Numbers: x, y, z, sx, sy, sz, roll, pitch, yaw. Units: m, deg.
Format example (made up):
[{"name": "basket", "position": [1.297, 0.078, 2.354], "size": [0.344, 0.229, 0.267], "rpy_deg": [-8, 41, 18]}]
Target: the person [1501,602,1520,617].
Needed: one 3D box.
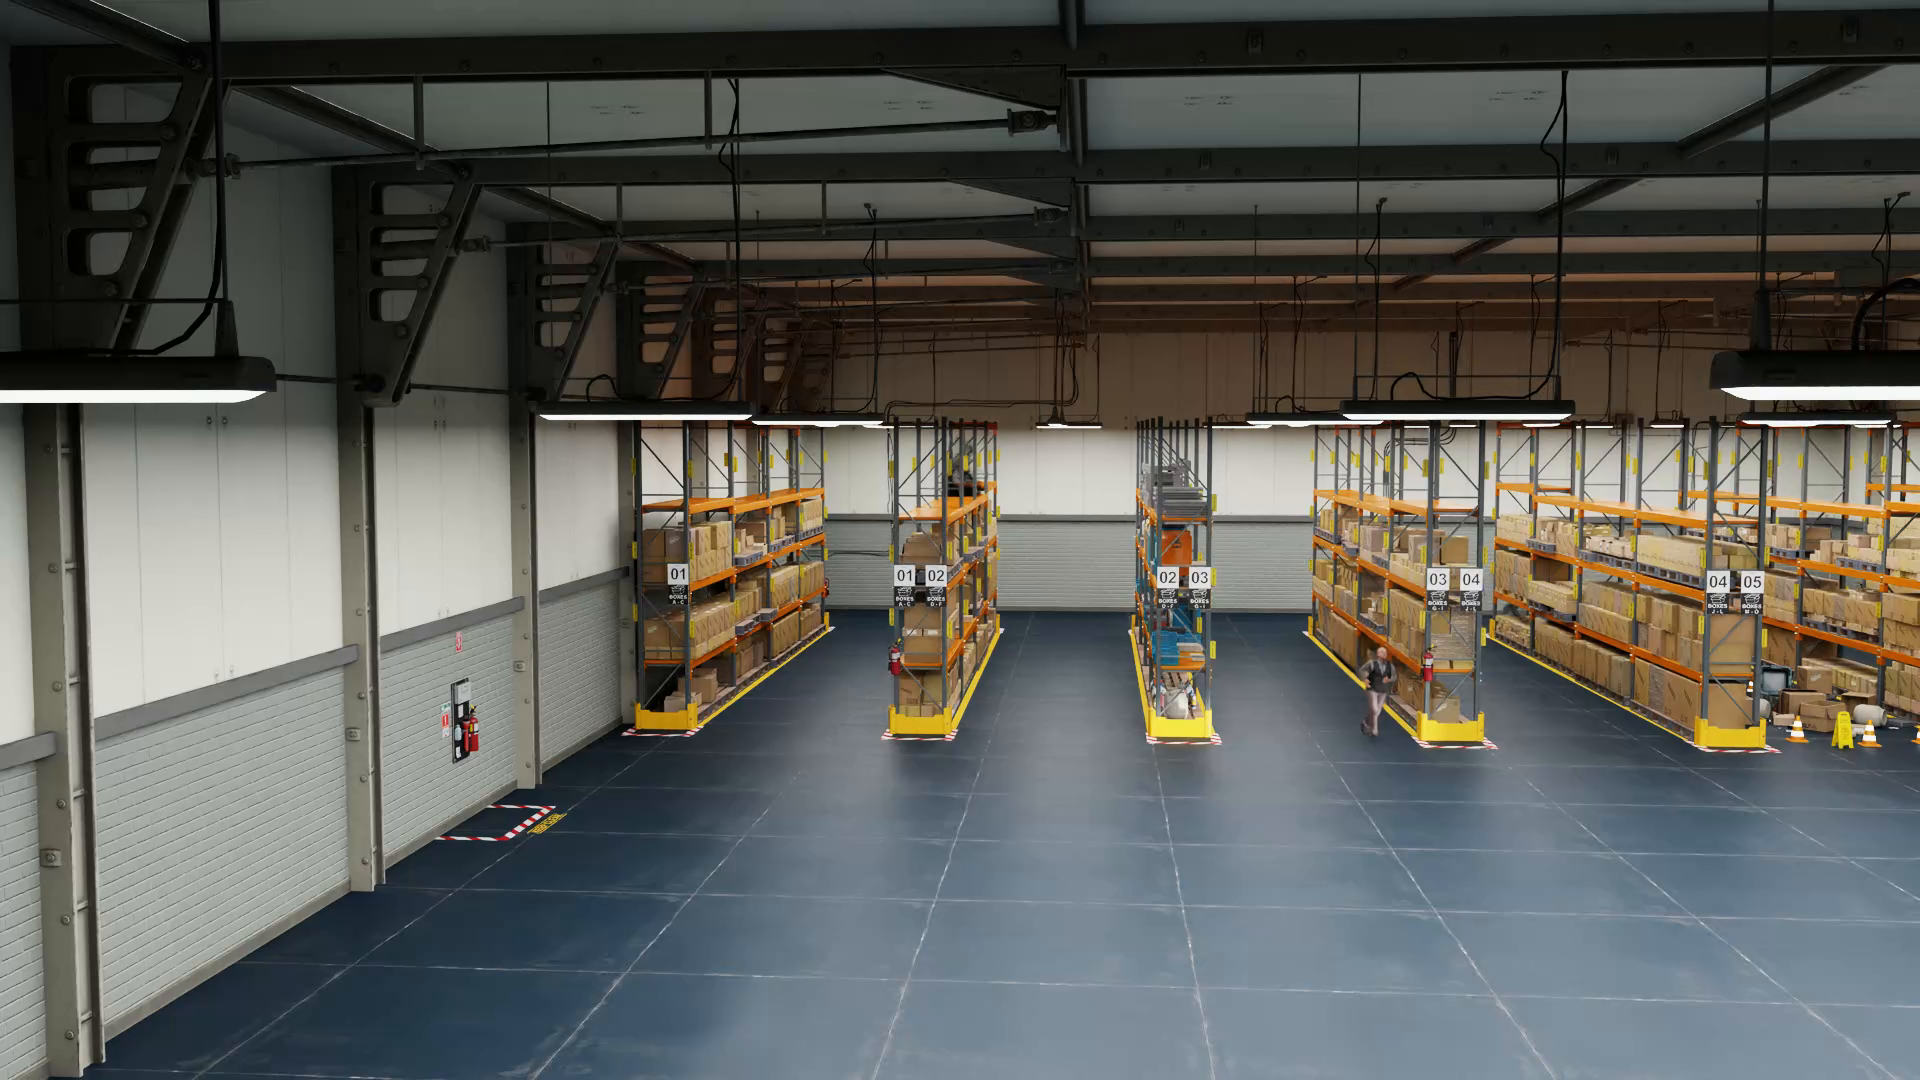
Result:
[{"name": "person", "position": [15.758, 1.759, 47.531], "size": [0.802, 1.745, 0.816], "rpy_deg": [2, 4, 25]}]

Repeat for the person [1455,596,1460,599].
[{"name": "person", "position": [13.907, 1.877, 46.568], "size": [0.567, 1.640, 0.877], "rpy_deg": [3, 5, 40]}]

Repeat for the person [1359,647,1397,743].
[{"name": "person", "position": [7.814, 2.858, 31.034], "size": [0.681, 1.725, 0.896], "rpy_deg": [-1, 4, -9]}]

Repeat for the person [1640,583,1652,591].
[{"name": "person", "position": [19.511, 1.827, 47.246], "size": [0.781, 1.668, 0.599], "rpy_deg": [1, 4, 12]}]
